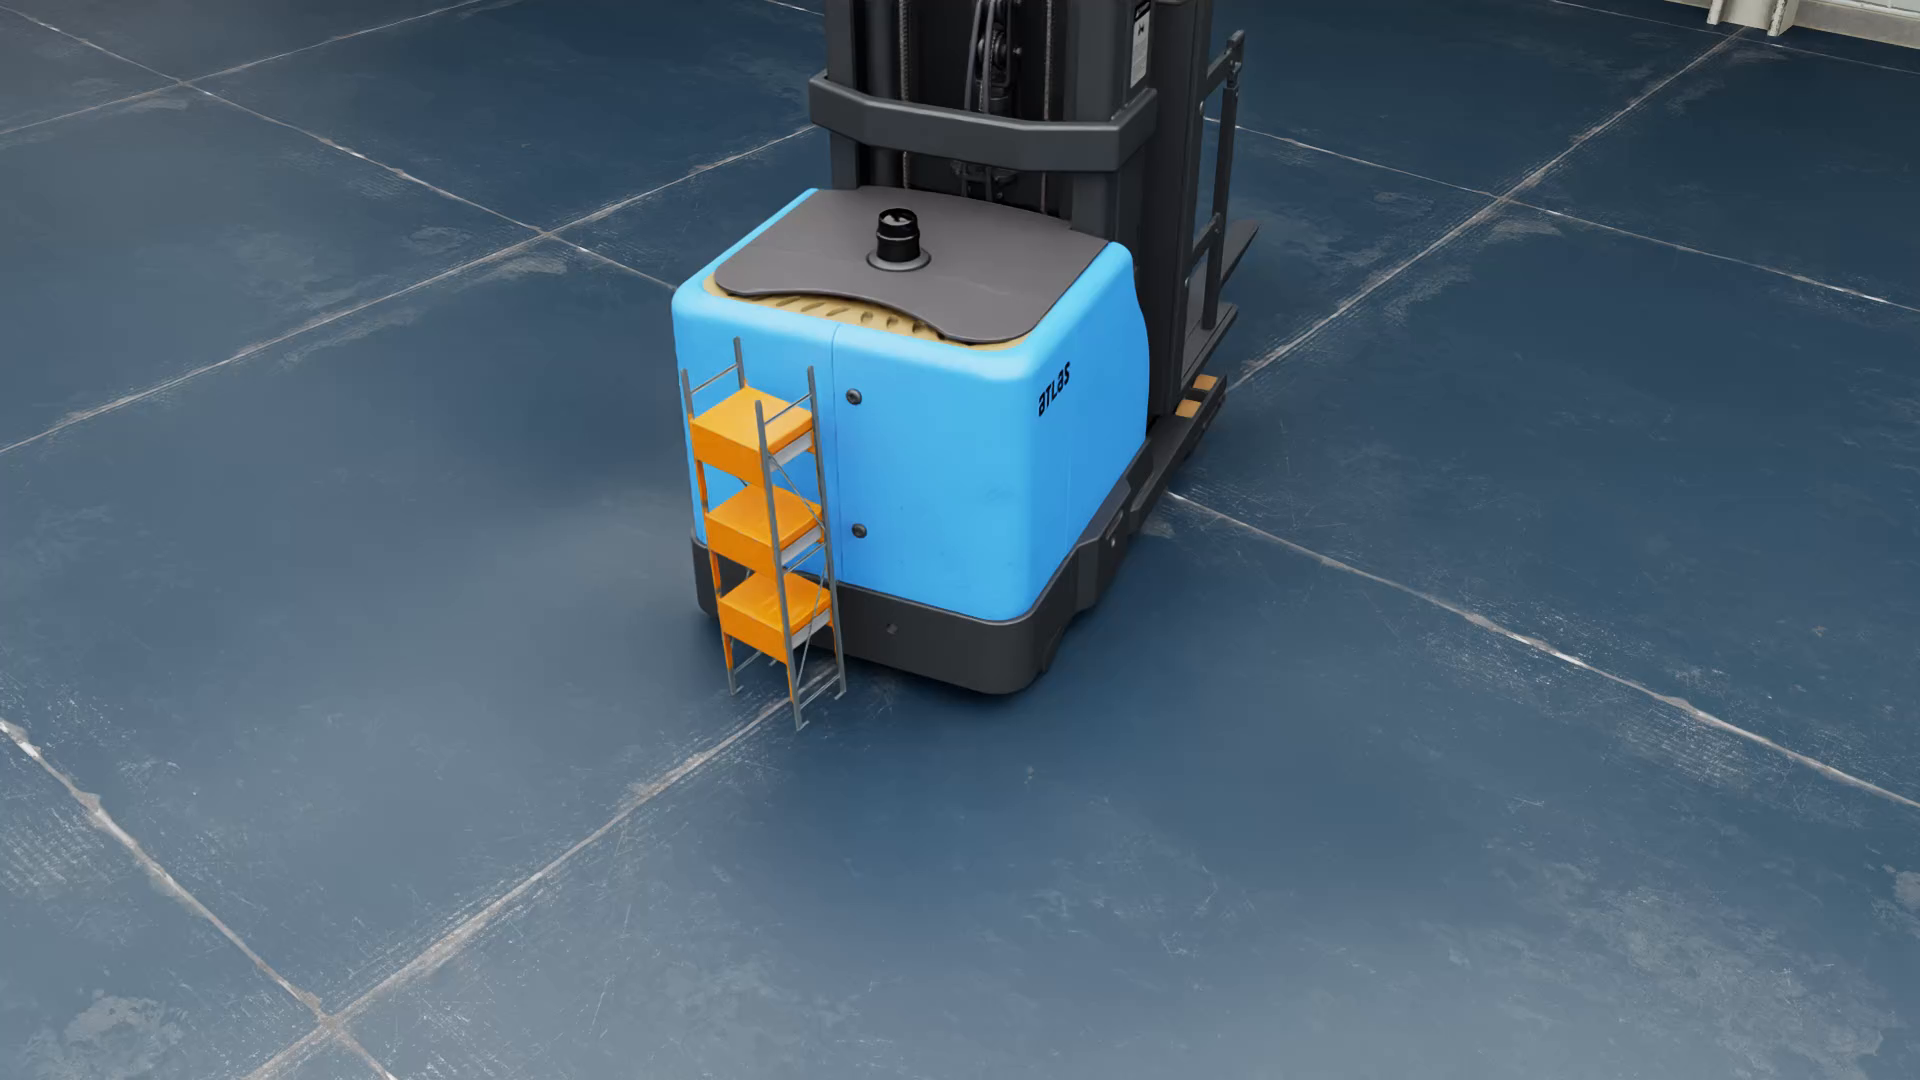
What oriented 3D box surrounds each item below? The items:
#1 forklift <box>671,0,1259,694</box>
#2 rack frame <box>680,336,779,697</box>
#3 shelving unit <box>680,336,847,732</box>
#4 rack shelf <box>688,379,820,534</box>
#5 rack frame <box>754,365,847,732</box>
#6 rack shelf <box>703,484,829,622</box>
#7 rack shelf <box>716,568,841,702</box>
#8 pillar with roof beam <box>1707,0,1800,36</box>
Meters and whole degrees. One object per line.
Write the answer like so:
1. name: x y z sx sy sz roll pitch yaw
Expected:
1. forklift: 0.290 -1.614 5.011 1.130 2.935 3.031 14 37 19
2. rack frame: -0.589 -0.035 4.363 0.008 1.050 0.200 24 44 30
3. shelving unit: -0.493 0.007 4.302 0.252 1.050 0.215 24 44 30
4. rack shelf: -0.502 -0.211 4.137 0.240 0.259 0.215 24 44 30
5. rack frame: -0.396 0.049 4.240 0.008 1.050 0.200 24 44 30
6. rack shelf: -0.493 0.016 4.308 0.240 0.259 0.215 24 44 30
7. rack shelf: -0.483 0.238 4.475 0.240 0.259 0.215 24 44 30
8. pillar with roof beam: 1.804 -4.818 4.317 0.400 9.000 9.100 25 42 32
